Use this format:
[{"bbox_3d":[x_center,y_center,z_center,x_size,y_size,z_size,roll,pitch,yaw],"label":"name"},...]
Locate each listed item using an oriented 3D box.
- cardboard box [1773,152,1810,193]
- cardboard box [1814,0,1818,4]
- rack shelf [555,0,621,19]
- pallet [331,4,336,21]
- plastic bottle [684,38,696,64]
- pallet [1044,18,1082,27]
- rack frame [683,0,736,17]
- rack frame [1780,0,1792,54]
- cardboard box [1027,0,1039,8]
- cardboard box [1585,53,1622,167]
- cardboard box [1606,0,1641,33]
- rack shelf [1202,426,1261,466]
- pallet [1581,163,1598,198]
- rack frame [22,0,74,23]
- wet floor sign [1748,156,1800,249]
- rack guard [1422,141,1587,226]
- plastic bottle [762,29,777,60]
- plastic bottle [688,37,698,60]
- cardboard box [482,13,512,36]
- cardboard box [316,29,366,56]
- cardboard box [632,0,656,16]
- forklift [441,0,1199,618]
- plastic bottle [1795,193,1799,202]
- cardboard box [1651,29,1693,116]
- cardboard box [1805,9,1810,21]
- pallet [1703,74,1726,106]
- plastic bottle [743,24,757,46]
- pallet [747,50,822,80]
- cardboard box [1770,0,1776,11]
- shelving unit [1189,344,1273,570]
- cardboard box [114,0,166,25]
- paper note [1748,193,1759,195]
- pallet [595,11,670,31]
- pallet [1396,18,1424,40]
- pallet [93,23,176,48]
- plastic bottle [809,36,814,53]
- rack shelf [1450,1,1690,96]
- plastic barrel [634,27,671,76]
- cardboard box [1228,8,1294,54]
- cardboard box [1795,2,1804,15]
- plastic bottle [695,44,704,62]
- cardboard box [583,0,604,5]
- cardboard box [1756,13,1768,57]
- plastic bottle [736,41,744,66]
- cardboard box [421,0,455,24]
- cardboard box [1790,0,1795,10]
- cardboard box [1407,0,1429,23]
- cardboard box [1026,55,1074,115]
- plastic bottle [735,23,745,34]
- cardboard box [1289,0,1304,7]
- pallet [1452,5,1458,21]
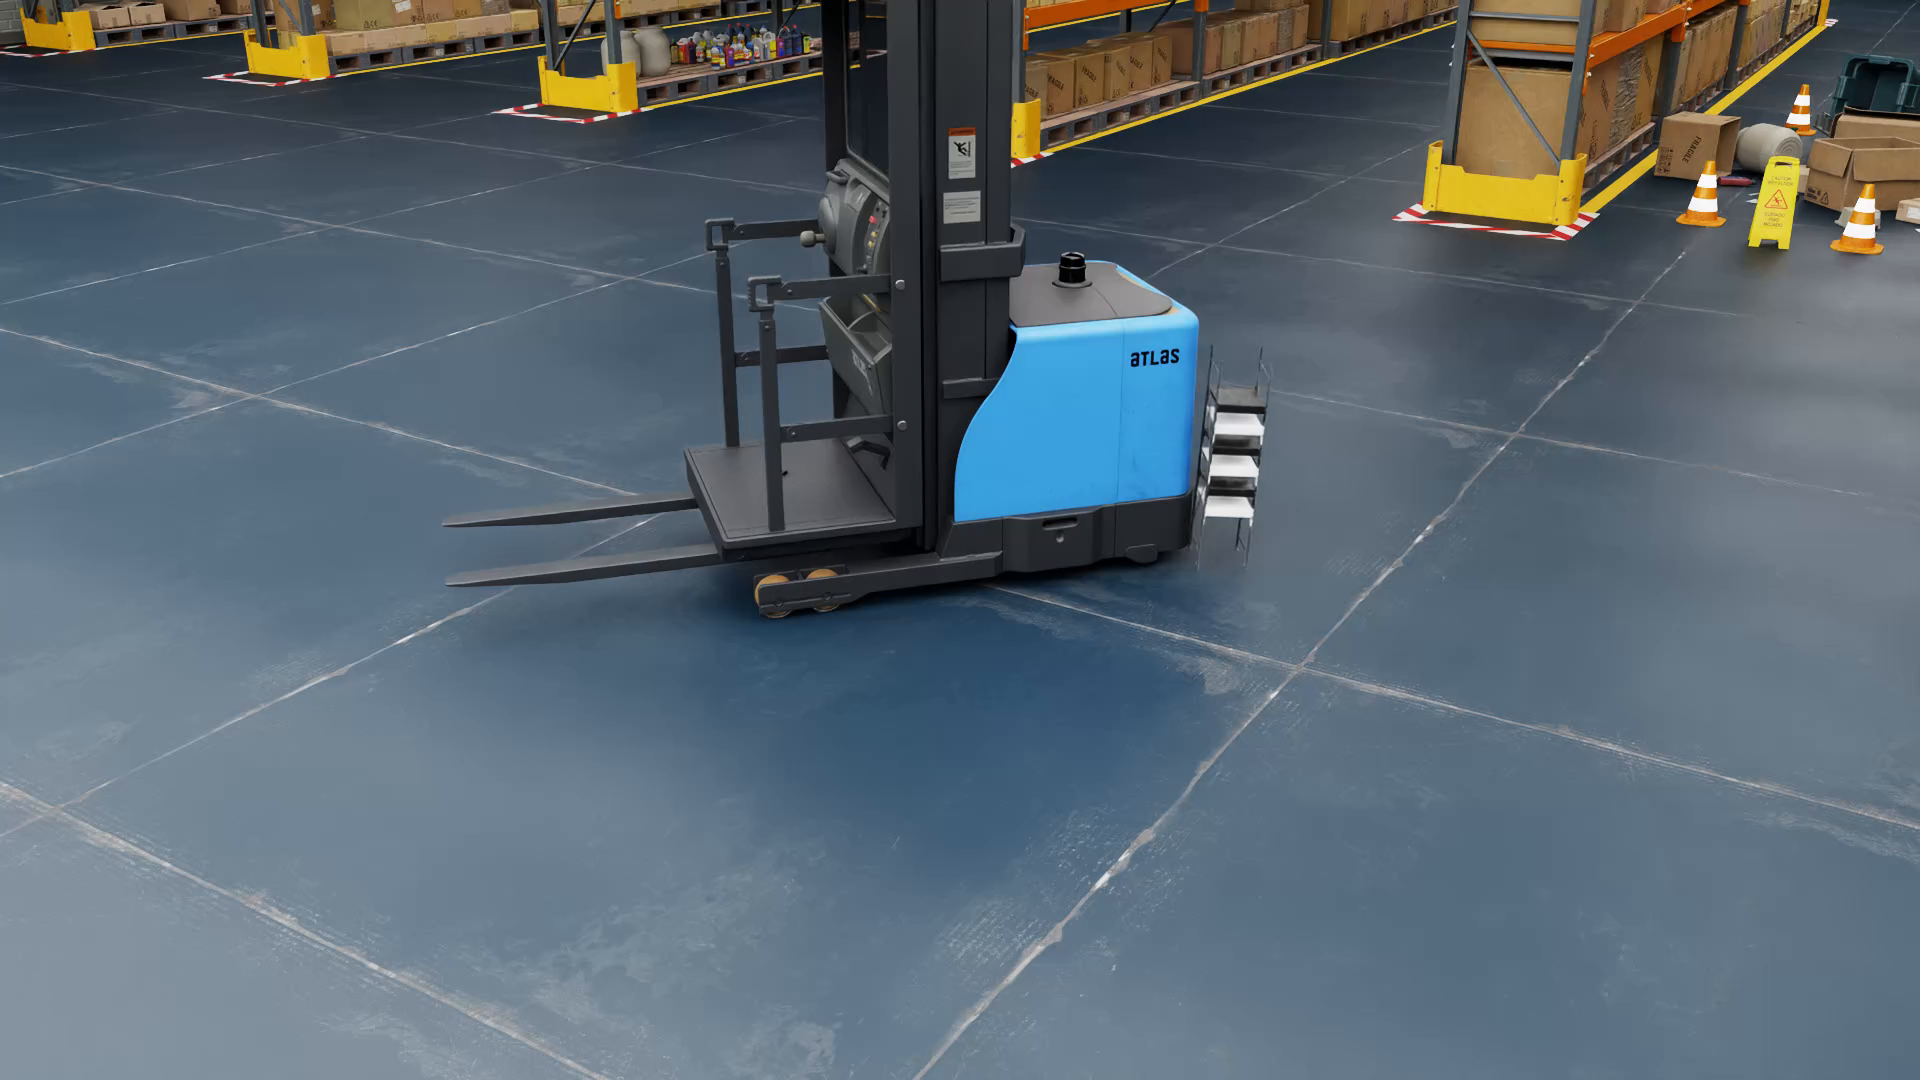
[{"bbox_3d":[7.077,-3.117,14.115,0.396,0.266,0.258,20,30,38],"label":"cardboard box"},{"bbox_3d":[12.713,-8.170,25.033,0.380,0.149,0.250,13,27,28],"label":"cardboard box"},{"bbox_3d":[-3.004,-6.444,19.265,1.077,0.370,4.000,14,27,29],"label":"rack shelf"},{"bbox_3d":[-9.957,-8.508,26.638,1.003,0.211,1.213,14,27,29],"label":"pallet"},{"bbox_3d":[-3.216,-5.823,19.791,0.061,0.283,0.133,14,27,29],"label":"plastic bottle"},{"bbox_3d":[1.185,-8.204,25.936,1.003,0.211,1.213,14,27,29],"label":"pallet"},{"bbox_3d":[-4.046,-9.838,26.200,1.000,3.000,0.127,14,27,29],"label":"rack frame"},{"bbox_3d":[10.639,-8.037,22.041,1.000,3.000,0.127,14,27,29],"label":"rack frame"},{"bbox_3d":[0.501,-4.992,15.321,0.380,0.149,0.250,14,27,29],"label":"cardboard box"},{"bbox_3d":[5.073,-3.745,14.271,0.875,0.875,0.875,13,27,28],"label":"cardboard box"},{"bbox_3d":[5.140,-4.544,13.781,0.875,0.550,0.550,14,27,29],"label":"cardboard box"},{"bbox_3d":[1.118,-0.391,6.866,0.200,0.077,0.258,2,23,-2],"label":"rack shelf"},{"bbox_3d":[4.664,-2.994,13.900,1.003,0.211,1.213,14,27,29],"label":"pallet"},{"bbox_3d":[-12.476,-8.175,22.358,1.000,3.000,0.127,14,27,29],"label":"rack frame"},{"bbox_3d":[5.976,-2.482,12.172,0.267,0.644,0.232,9,25,20],"label":"wet floor sign"},{"bbox_3d":[4.296,-2.832,13.163,1.175,0.500,0.348,14,27,29],"label":"rack guard"},{"bbox_3d":[-2.316,-5.984,20.077,0.144,0.351,0.185,14,27,29],"label":"plastic bottle"},{"bbox_3d":[-3.234,-5.889,19.952,0.152,0.276,0.135,13,27,28],"label":"plastic bottle"},{"bbox_3d":[-6.487,-7.050,22.692,0.500,0.250,0.500,14,27,29],"label":"cardboard box"},{"bbox_3d":[-7.794,-6.203,20.736,0.500,0.250,0.500,14,27,29],"label":"cardboard box"},{"bbox_3d":[-4.922,-8.022,24.938,0.500,0.250,0.500,14,27,30],"label":"cardboard box"},{"bbox_3d":[-0.601,-1.272,6.500,3.031,2.935,1.130,-7,24,-16],"label":"forklift"},{"bbox_3d":[6.858,-2.868,13.798,0.133,0.061,0.283,5,24,11],"label":"plastic bottle"},{"bbox_3d":[6.670,-4.726,16.694,1.050,0.750,0.750,14,27,29],"label":"cardboard box"},{"bbox_3d":[12.186,-7.686,24.289,0.380,0.149,0.250,13,26,27],"label":"cardboard box"},{"bbox_3d":[8.049,-5.157,18.898,1.003,0.211,1.213,14,27,29],"label":"pallet"},{"bbox_3d":[-2.605,-6.219,20.622,0.144,0.351,0.185,14,27,29],"label":"plastic bottle"},{"bbox_3d":[-2.339,-5.951,20.731,1.003,0.211,1.213,14,27,29],"label":"pallet"},{"bbox_3d":[9.912,-6.771,20.788,0.500,0.250,0.500,13,26,27],"label":"cardboard box"},{"bbox_3d":[1.115,-0.339,6.889,0.210,0.900,0.258,2,23,-2],"label":"shelving unit"},{"bbox_3d":[-11.734,-7.550,23.745,0.500,0.311,0.500,16,28,33],"label":"cardboard box"},{"bbox_3d":[6.656,-2.897,13.930,0.123,0.001,0.032,-12,26,-26],"label":"paper note"},{"bbox_3d":[-5.157,-7.879,25.184,1.003,0.211,1.213,14,27,29],"label":"pallet"},{"bbox_3d":[6.135,-7.555,24.436,1.003,0.211,1.213,14,27,29],"label":"pallet"},{"bbox_3d":[-11.977,-7.188,23.588,1.003,0.211,1.213,14,27,29],"label":"pallet"},{"bbox_3d":[-1.876,-6.179,20.716,0.097,0.201,0.097,0,23,0],"label":"plastic bottle"},{"bbox_3d":[5.364,-4.332,14.387,1.077,0.370,4.000,14,27,29],"label":"rack shelf"},{"bbox_3d":[-3.513,-5.557,18.914,0.421,0.512,0.421,0,23,0],"label":"plastic barrel"},{"bbox_3d":[3.750,-6.395,20.840,0.700,0.500,0.500,11,26,25],"label":"cardboard box"},{"bbox_3d":[11.754,-7.558,23.618,0.380,0.149,0.250,14,27,29],"label":"cardboard box"},{"bbox_3d":[-3.118,-5.835,19.920,0.097,0.201,0.097,0,23,0],"label":"plastic bottle"},{"bbox_3d":[-5.457,-7.931,24.022,0.500,0.311,0.500,14,27,28],"label":"cardboard box"},{"bbox_3d":[9.648,-6.263,20.559,0.500,0.500,0.500,13,27,28],"label":"cardboard box"},{"bbox_3d":[-2.605,-5.745,19.625,0.097,0.271,0.097,0,23,0],"label":"plastic bottle"},{"bbox_3d":[-7.000,-7.053,21.755,0.500,0.500,0.500,14,27,29],"label":"cardboard box"},{"bbox_3d":[11.192,-7.348,22.760,0.380,0.149,0.250,15,28,31],"label":"cardboard box"},{"bbox_3d":[6.158,-8.108,24.350,1.225,0.875,0.875,14,27,29],"label":"cardboard box"},{"bbox_3d":[0.778,-4.523,16.539,0.500,0.500,0.500,-20,31,-39],"label":"cardboard box"},{"bbox_3d":[-2.728,-6.250,20.691,0.144,0.351,0.185,15,27,30],"label":"plastic bottle"},{"bbox_3d":[4.041,-6.927,21.125,0.500,0.250,0.500,15,28,31],"label":"cardboard box"},{"bbox_3d":[7.589,-8.485,26.584,1.003,0.211,1.213,14,27,29],"label":"pallet"}]
